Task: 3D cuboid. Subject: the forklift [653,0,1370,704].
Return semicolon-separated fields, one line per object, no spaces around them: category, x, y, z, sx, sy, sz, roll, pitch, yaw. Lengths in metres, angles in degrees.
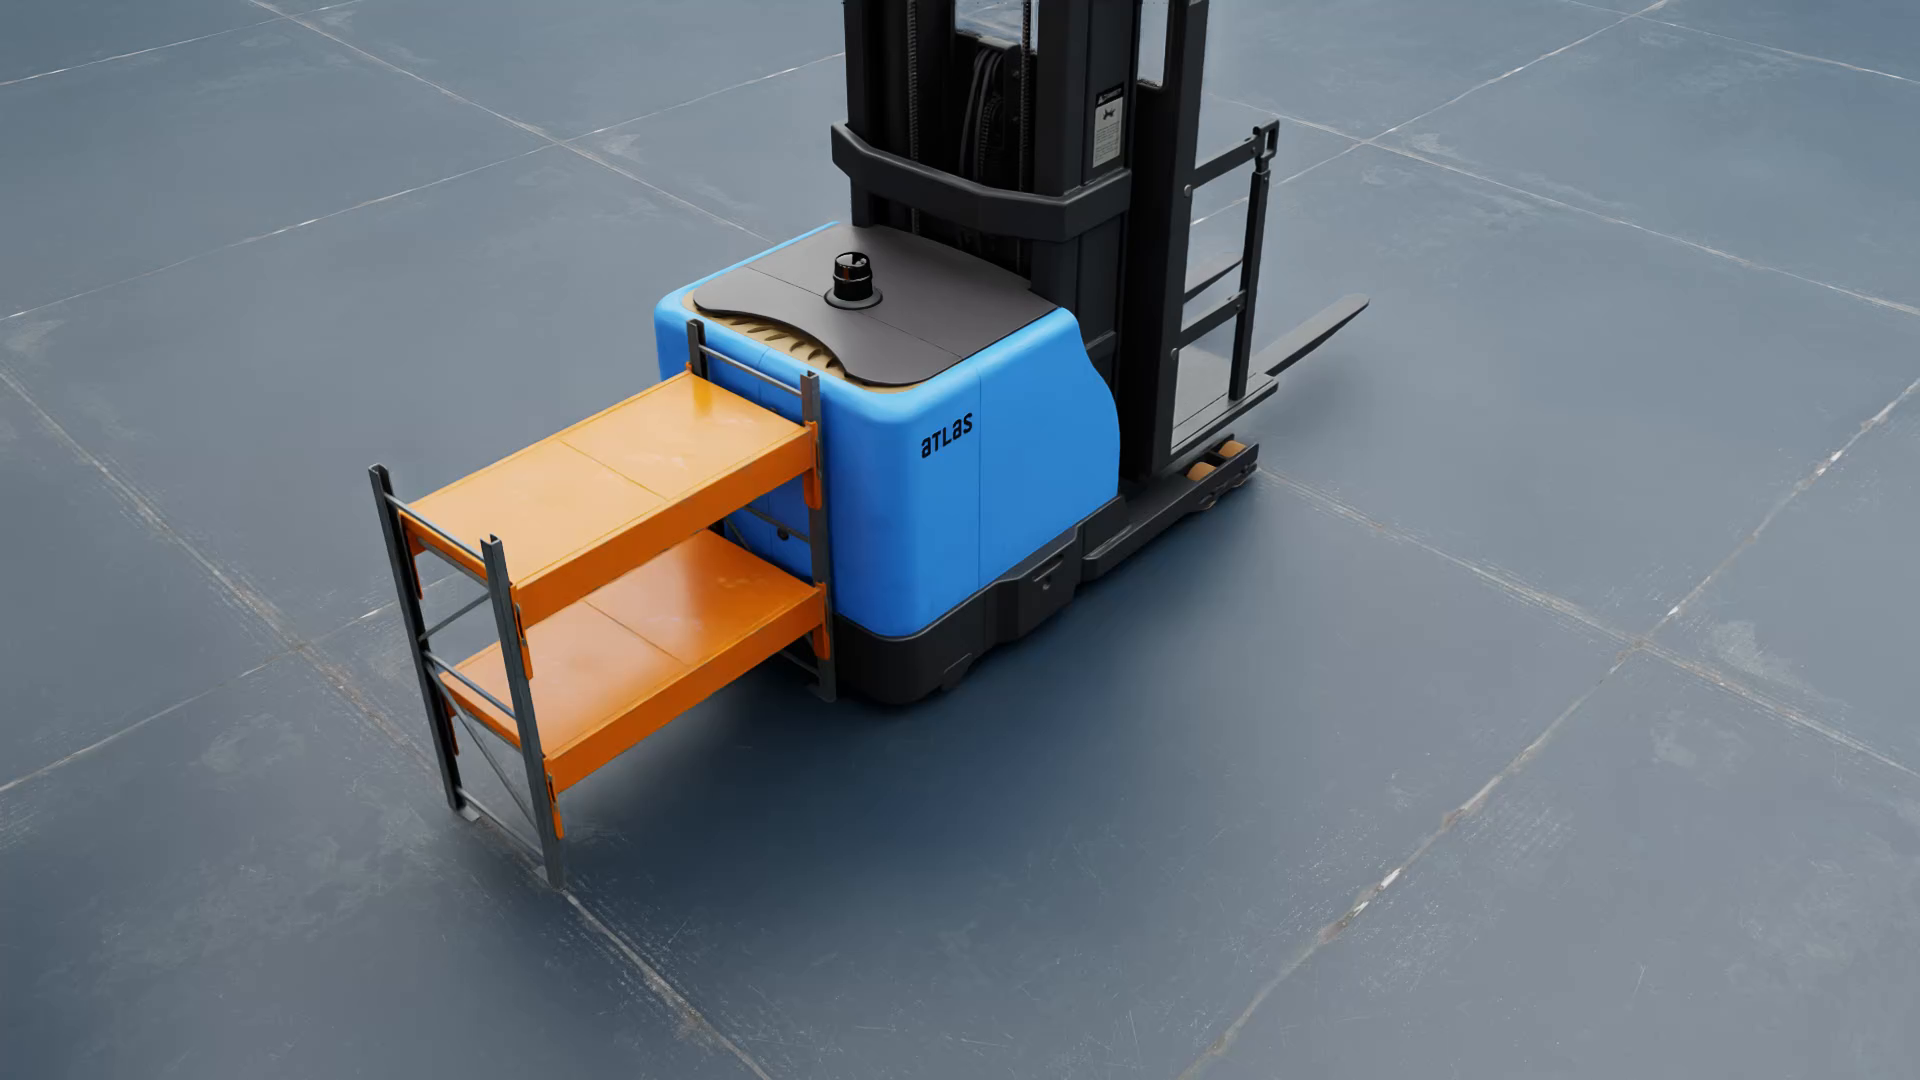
forklift;0.426;-1.481;5.311;1.130;2.935;3.031;27;43;33

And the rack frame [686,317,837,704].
rack frame;-0.572;-0.065;4.860;0.500;1.125;0.032;27;43;33

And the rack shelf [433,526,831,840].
rack shelf;-0.906;0.355;4.686;0.538;0.278;1.000;27;43;33

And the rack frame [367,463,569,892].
rack frame;-1.241;0.373;4.232;0.500;1.125;0.032;27;43;33

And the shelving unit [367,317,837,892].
shelving unit;-0.906;0.154;4.546;0.538;1.125;1.048;27;43;33

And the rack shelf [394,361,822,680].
rack shelf;-0.906;-0.086;4.378;0.538;0.278;1.000;27;43;33
